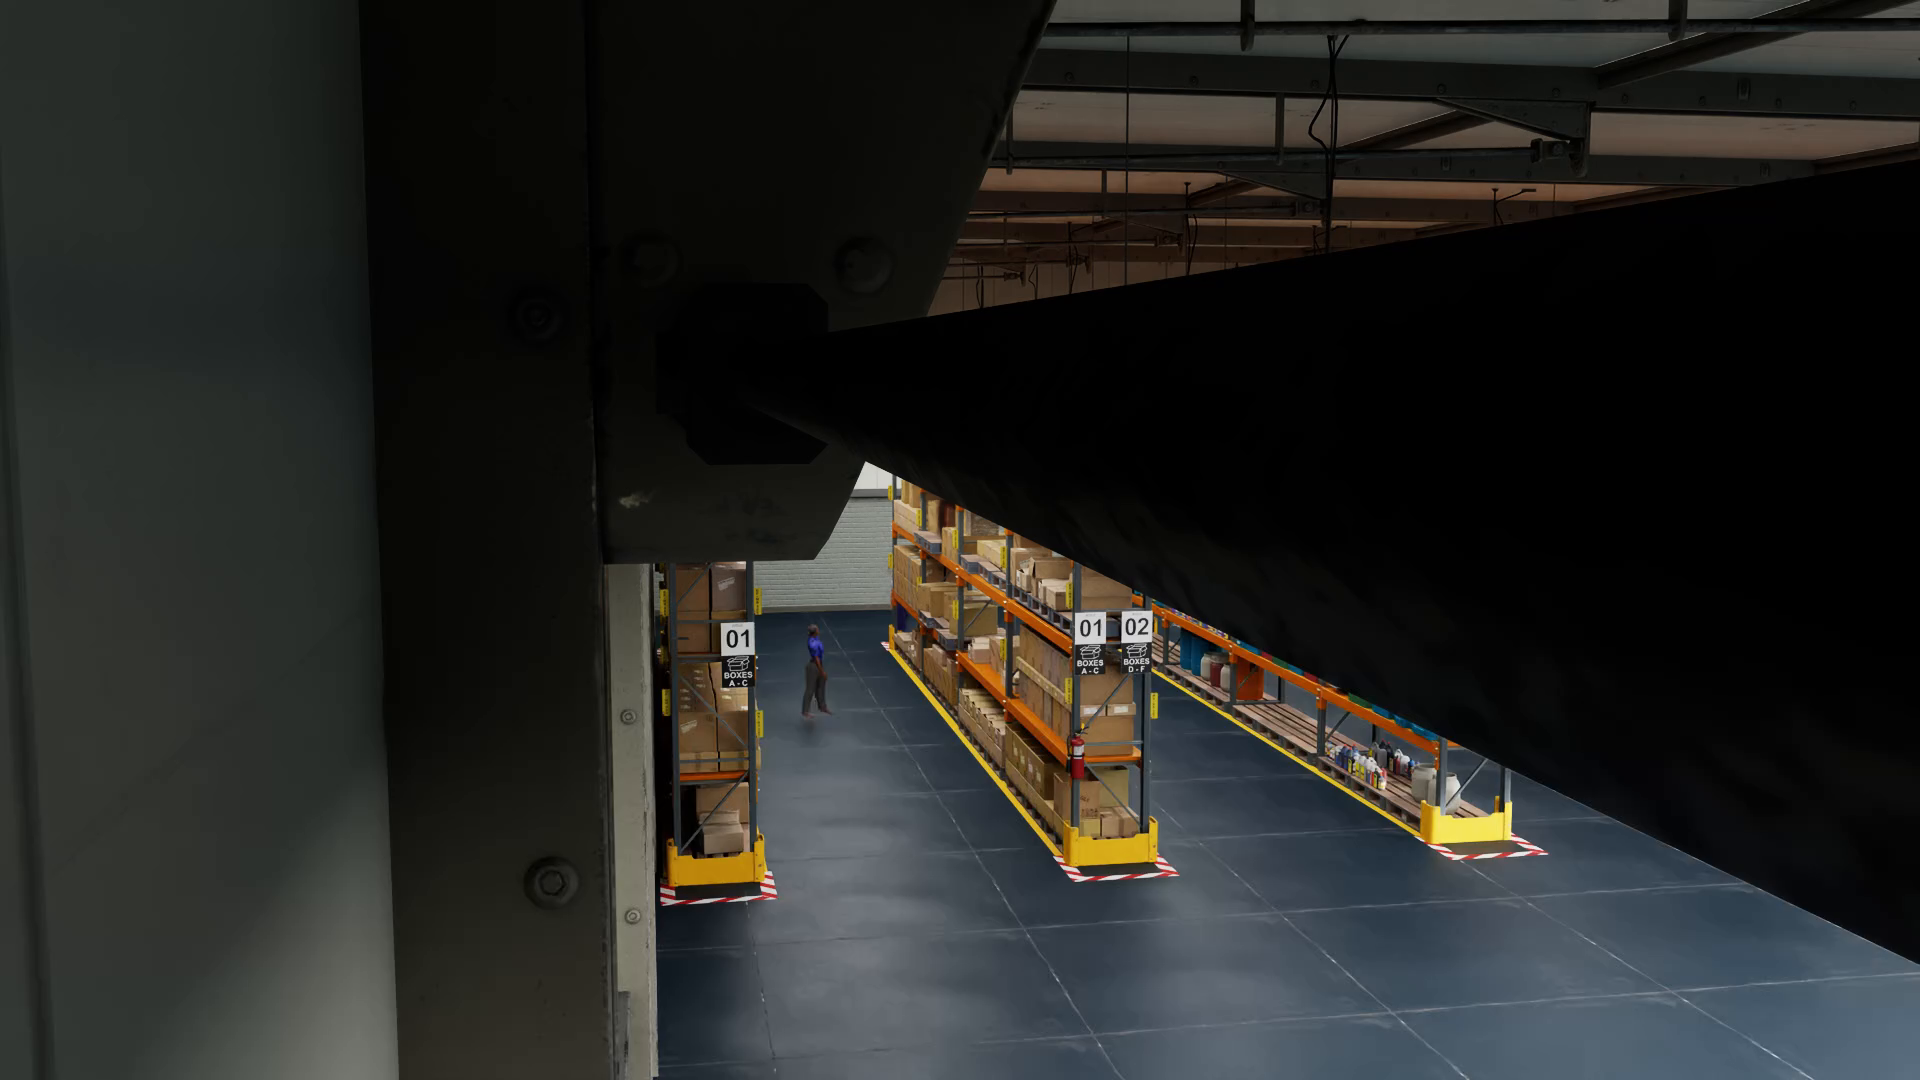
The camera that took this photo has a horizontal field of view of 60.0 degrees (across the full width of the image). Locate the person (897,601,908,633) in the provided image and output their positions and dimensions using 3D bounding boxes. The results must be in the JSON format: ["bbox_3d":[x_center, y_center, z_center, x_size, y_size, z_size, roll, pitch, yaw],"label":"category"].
[{"bbox_3d":[-1.238,1.452,37.666,0.682,1.626,0.473,5,8,40],"label":"person"}]

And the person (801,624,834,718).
[{"bbox_3d":[-2.504,2.279,29.103,0.504,1.680,0.601,1,6,5],"label":"person"}]
